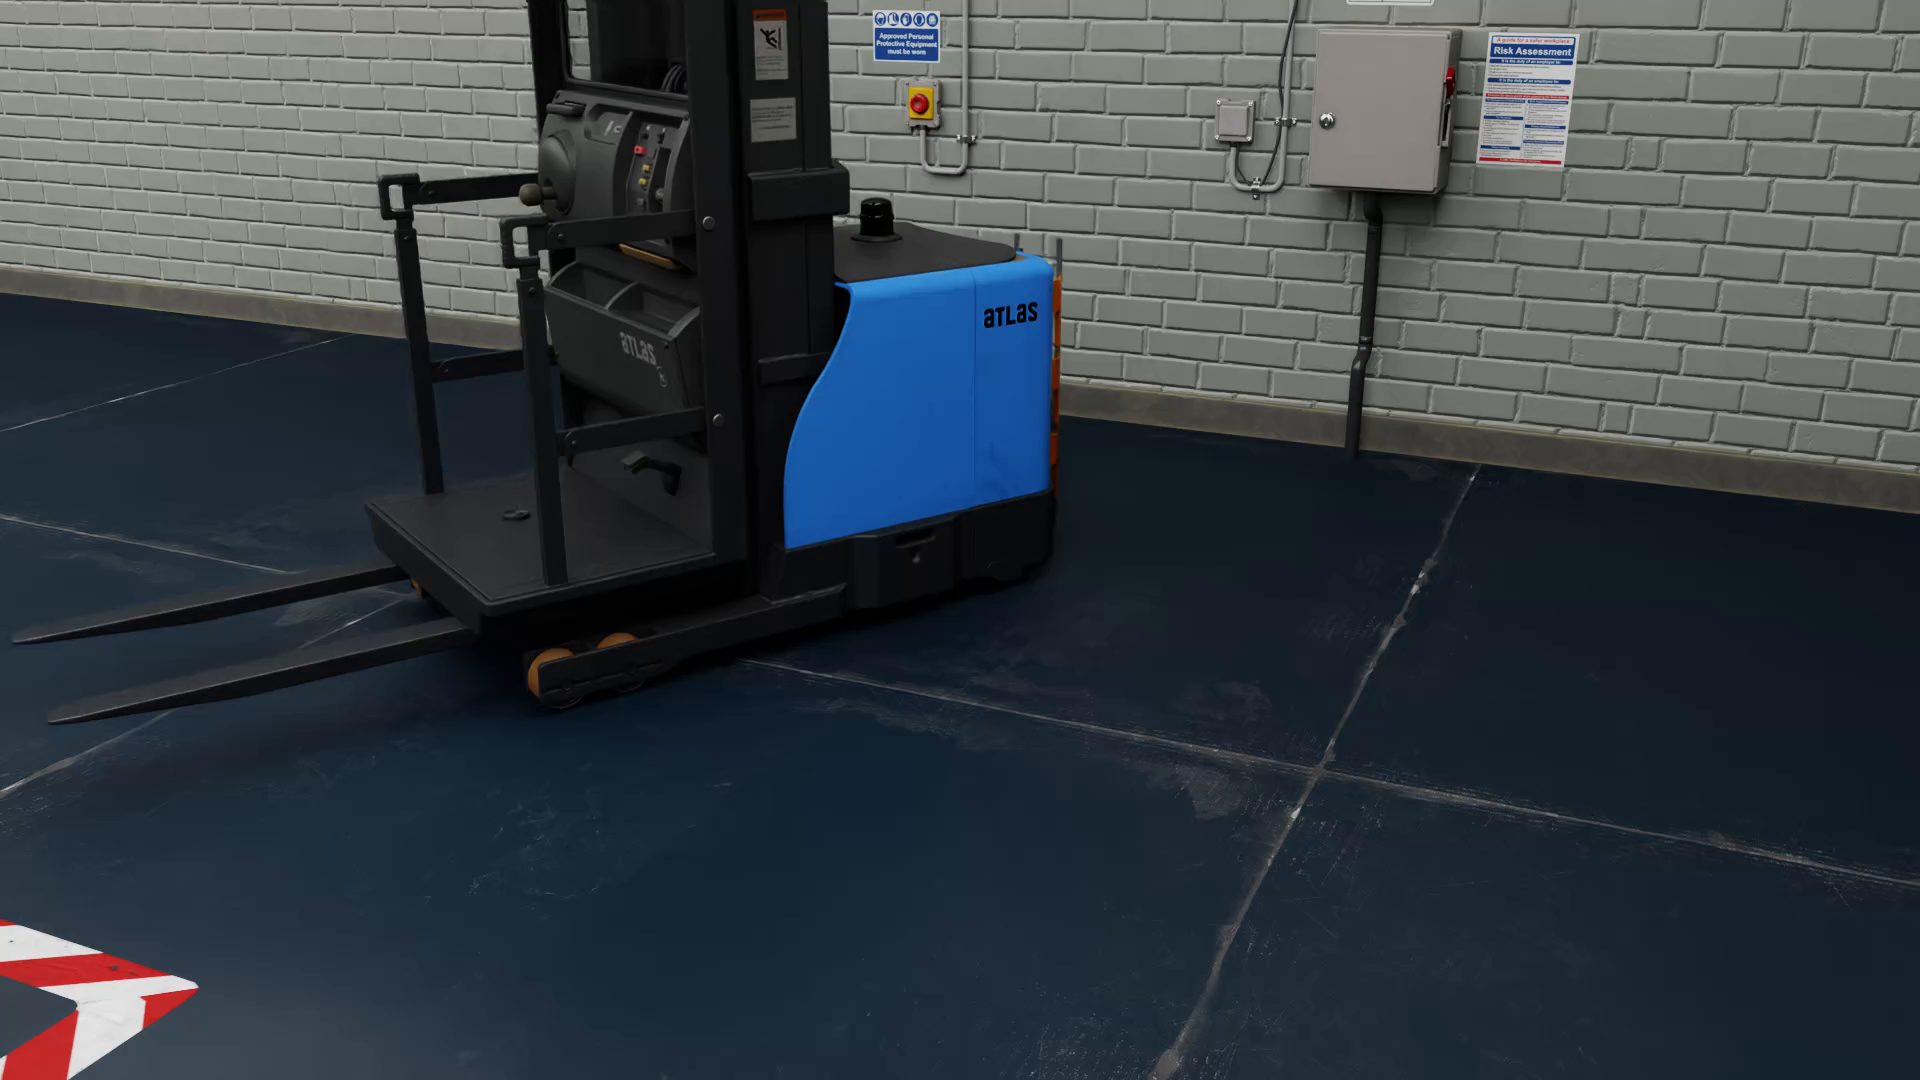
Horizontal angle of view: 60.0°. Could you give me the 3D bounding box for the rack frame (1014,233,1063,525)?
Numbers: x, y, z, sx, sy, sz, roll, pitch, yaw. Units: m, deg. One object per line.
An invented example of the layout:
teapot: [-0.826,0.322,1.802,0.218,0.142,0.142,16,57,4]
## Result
rack frame: [0.275,-0.572,6.010,0.200,1.050,0.008,14,24,34]

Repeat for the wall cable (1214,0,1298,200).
wall cable: [1.081,-2.358,6.606,0.588,1.984,0.122,9,21,23]

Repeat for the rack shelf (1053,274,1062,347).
rack shelf: [0.201,-0.796,5.826,0.215,0.259,0.240,14,24,34]

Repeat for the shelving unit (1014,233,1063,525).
shelving unit: [0.201,-0.539,5.918,0.215,1.050,0.252,14,24,34]

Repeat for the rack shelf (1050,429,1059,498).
rack shelf: [0.201,-0.267,6.014,0.215,0.259,0.240,14,24,34]

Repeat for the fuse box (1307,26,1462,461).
fuse box: [1.639,-1.131,6.594,0.539,1.711,0.414,9,21,23]

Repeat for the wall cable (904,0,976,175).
wall cable: [-0.218,-2.564,7.138,0.585,1.953,0.123,9,21,23]

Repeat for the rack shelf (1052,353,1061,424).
rack shelf: [0.201,-0.529,5.921,0.215,0.259,0.240,14,24,34]

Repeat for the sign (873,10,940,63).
sign: [-0.237,-2.223,7.340,0.327,0.218,0.001,9,21,23]

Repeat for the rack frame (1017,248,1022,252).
rack frame: [0.128,-0.506,5.826,0.200,1.050,0.008,14,24,34]

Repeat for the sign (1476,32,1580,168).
sign: [2.174,-1.688,6.381,0.329,0.494,0.001,9,21,23]

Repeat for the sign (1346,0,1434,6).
sign: [1.673,-2.198,6.439,0.339,0.242,0.001,9,21,23]

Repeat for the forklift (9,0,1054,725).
forklift: [-1.181,-1.110,4.716,3.031,2.935,1.130,-13,24,-33]
